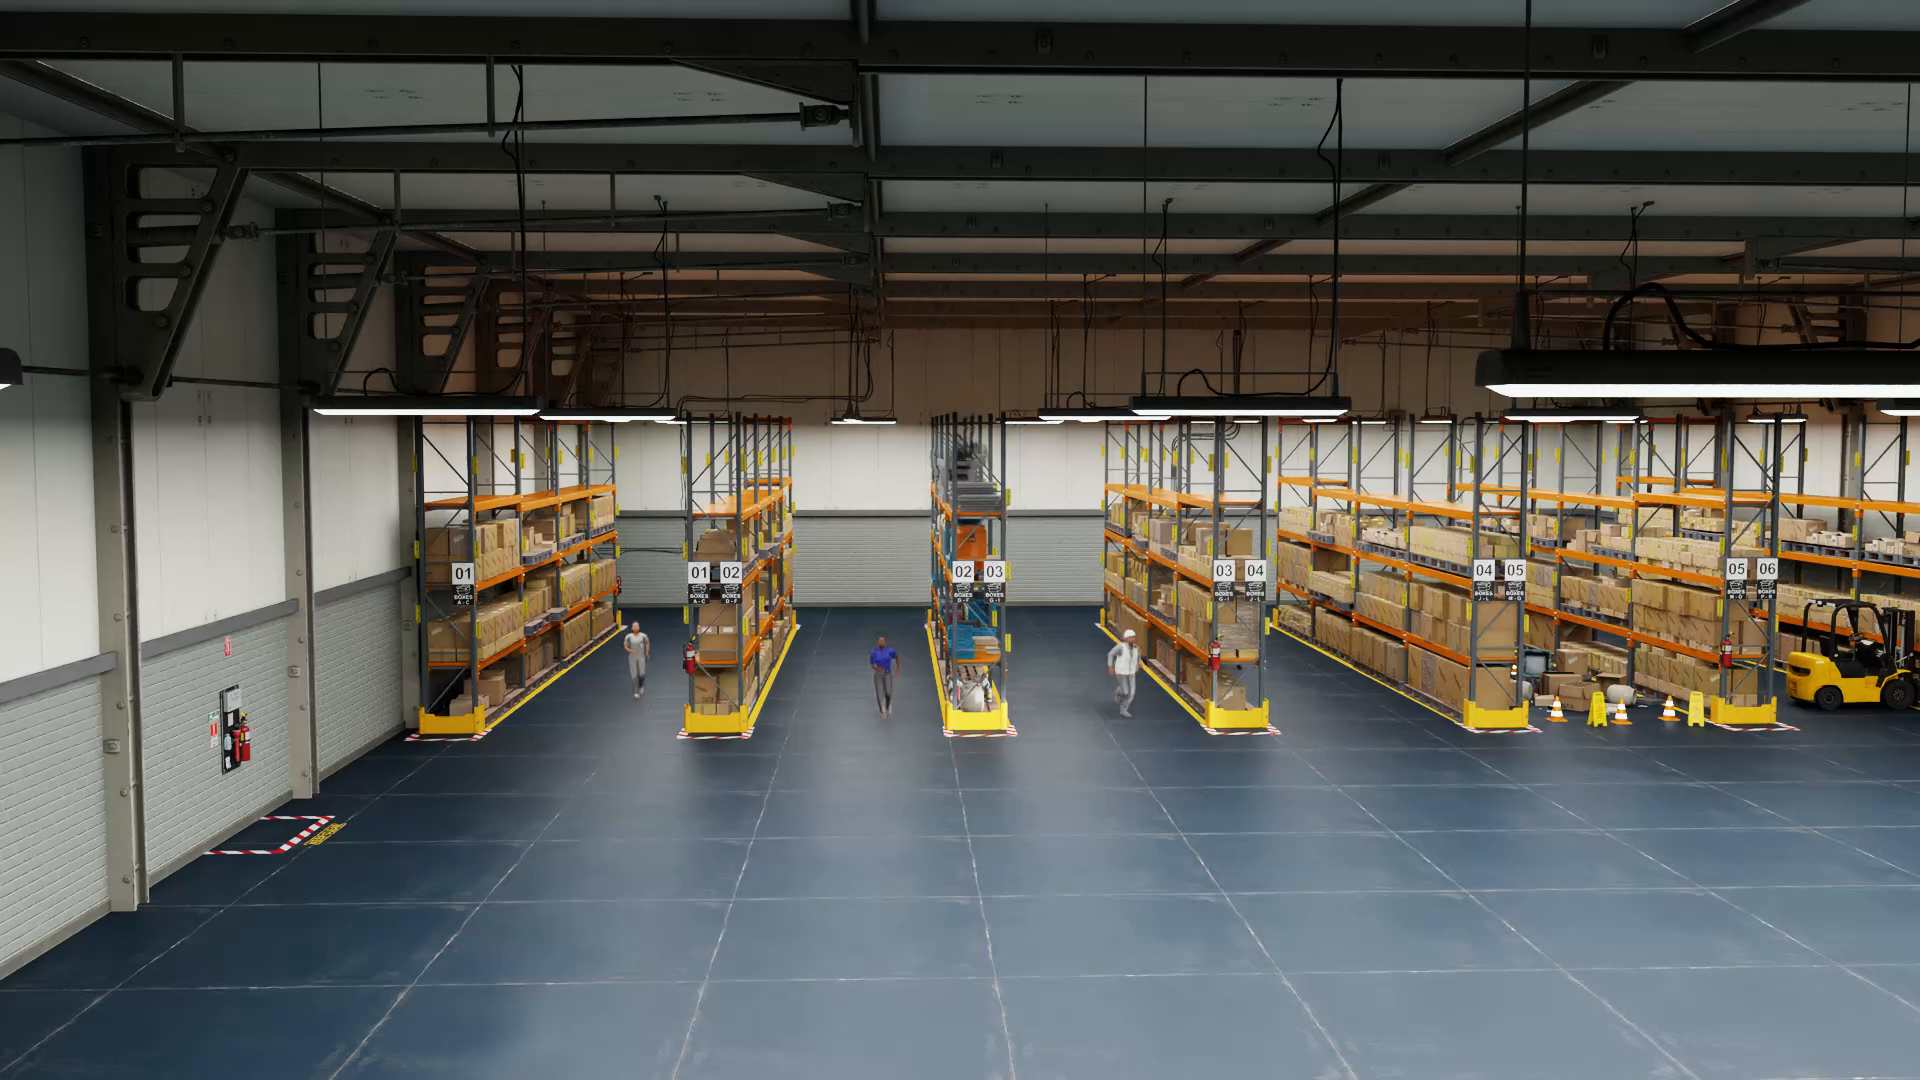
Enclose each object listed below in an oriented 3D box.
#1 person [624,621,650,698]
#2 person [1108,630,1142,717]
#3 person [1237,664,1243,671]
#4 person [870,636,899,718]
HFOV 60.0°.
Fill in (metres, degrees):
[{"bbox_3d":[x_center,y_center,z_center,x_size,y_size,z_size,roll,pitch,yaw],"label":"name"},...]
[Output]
[{"bbox_3d":[-6.788,2.518,34.997,0.549,1.633,0.582,-1,4,-14],"label":"person"},{"bbox_3d":[3.290,2.636,32.961,0.693,1.730,0.681,-2,4,-21],"label":"person"},{"bbox_3d":[6.607,2.251,39.405,0.609,1.630,0.667,0,4,0],"label":"person"},{"bbox_3d":[-1.475,2.692,32.574,0.573,1.630,0.627,0,4,-2],"label":"person"}]
